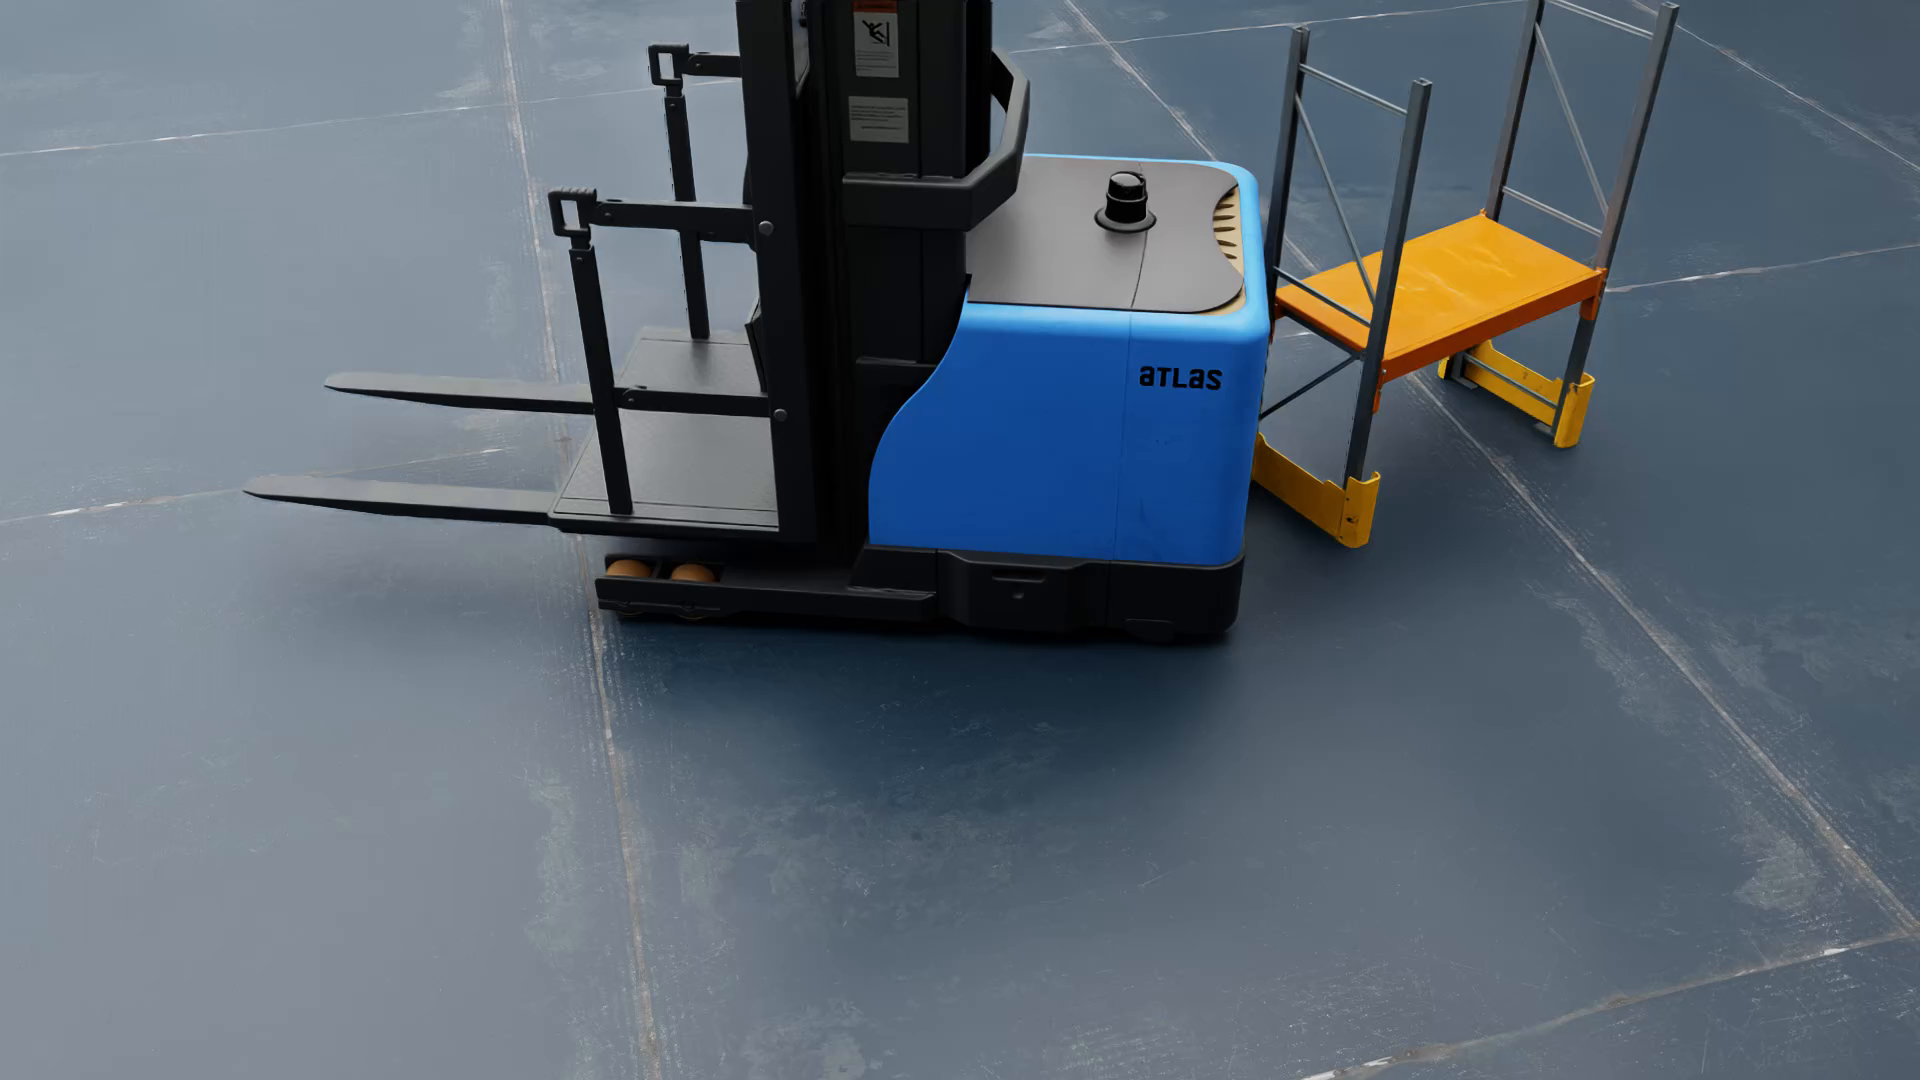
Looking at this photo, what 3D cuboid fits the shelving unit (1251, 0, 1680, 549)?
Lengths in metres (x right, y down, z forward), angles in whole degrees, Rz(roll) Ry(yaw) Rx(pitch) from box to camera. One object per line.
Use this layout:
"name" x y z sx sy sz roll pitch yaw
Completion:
"shelving unit" 1.510 -0.895 5.185 1.083 1.500 0.587 -22 43 -26

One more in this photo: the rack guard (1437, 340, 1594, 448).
"rack guard" 1.923 -0.568 5.787 0.087 0.250 0.587 -22 43 -26

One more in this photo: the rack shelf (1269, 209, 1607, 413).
"rack shelf" 1.503 -0.749 5.290 1.000 0.185 0.538 -22 43 -26

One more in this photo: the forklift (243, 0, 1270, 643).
"forklift" -0.653 -1.243 4.462 3.031 2.935 1.130 4 38 5

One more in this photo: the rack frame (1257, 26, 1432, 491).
"rack frame" 1.082 -0.719 4.955 0.032 1.500 0.500 -22 43 -26

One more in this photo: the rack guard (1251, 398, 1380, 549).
"rack guard" 1.098 -0.229 5.343 0.087 0.250 0.587 -22 43 -26

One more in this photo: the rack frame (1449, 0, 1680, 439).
"rack frame" 1.924 -1.065 5.407 0.032 1.500 0.500 -22 43 -26
